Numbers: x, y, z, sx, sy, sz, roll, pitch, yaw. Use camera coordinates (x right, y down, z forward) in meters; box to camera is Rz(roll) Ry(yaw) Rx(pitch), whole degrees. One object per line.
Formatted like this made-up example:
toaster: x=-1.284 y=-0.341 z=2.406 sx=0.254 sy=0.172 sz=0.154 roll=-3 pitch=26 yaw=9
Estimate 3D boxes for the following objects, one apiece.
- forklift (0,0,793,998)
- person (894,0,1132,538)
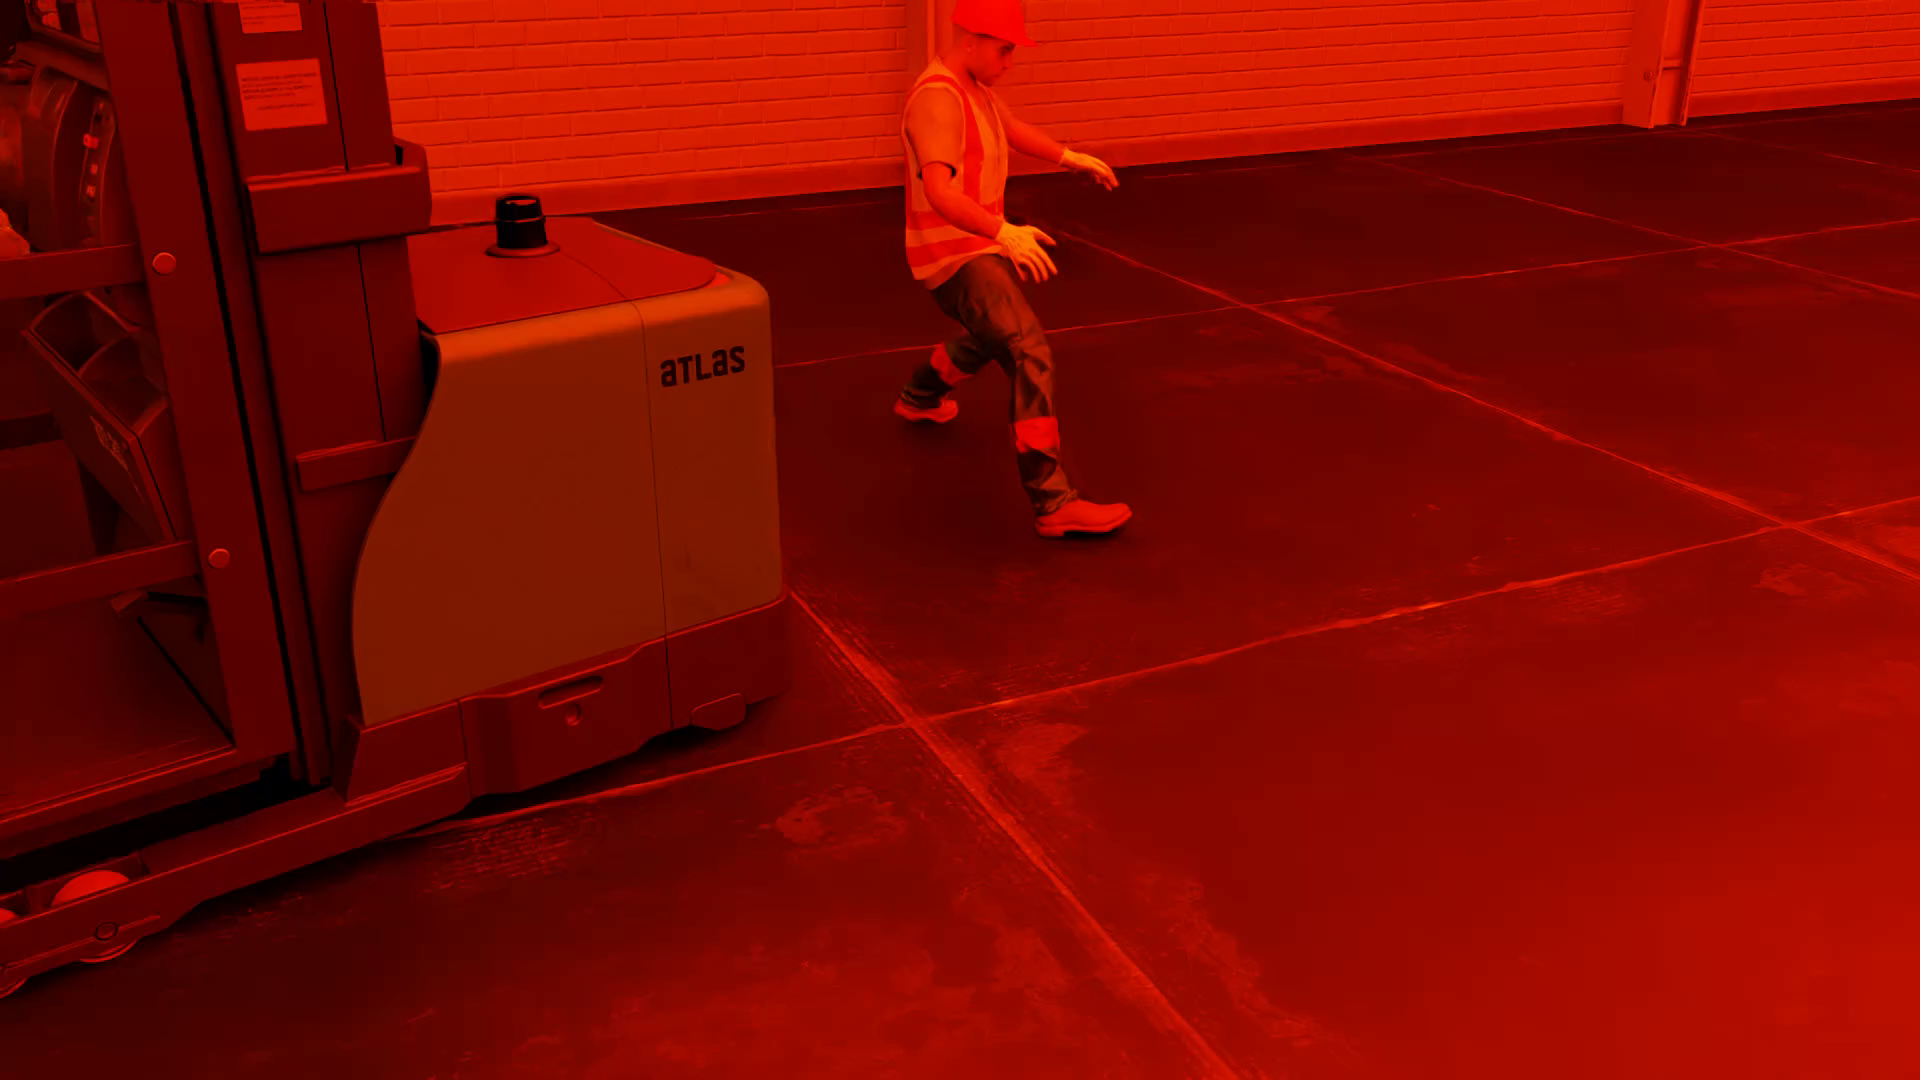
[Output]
forklift: x=-1.883 y=-0.733 z=3.051 sx=3.031 sy=2.935 sz=1.130 roll=-17 pitch=28 yaw=-35
person: x=0.156 y=-0.961 z=5.372 sx=1.003 sy=1.591 sz=1.157 roll=6 pitch=23 yaw=13
